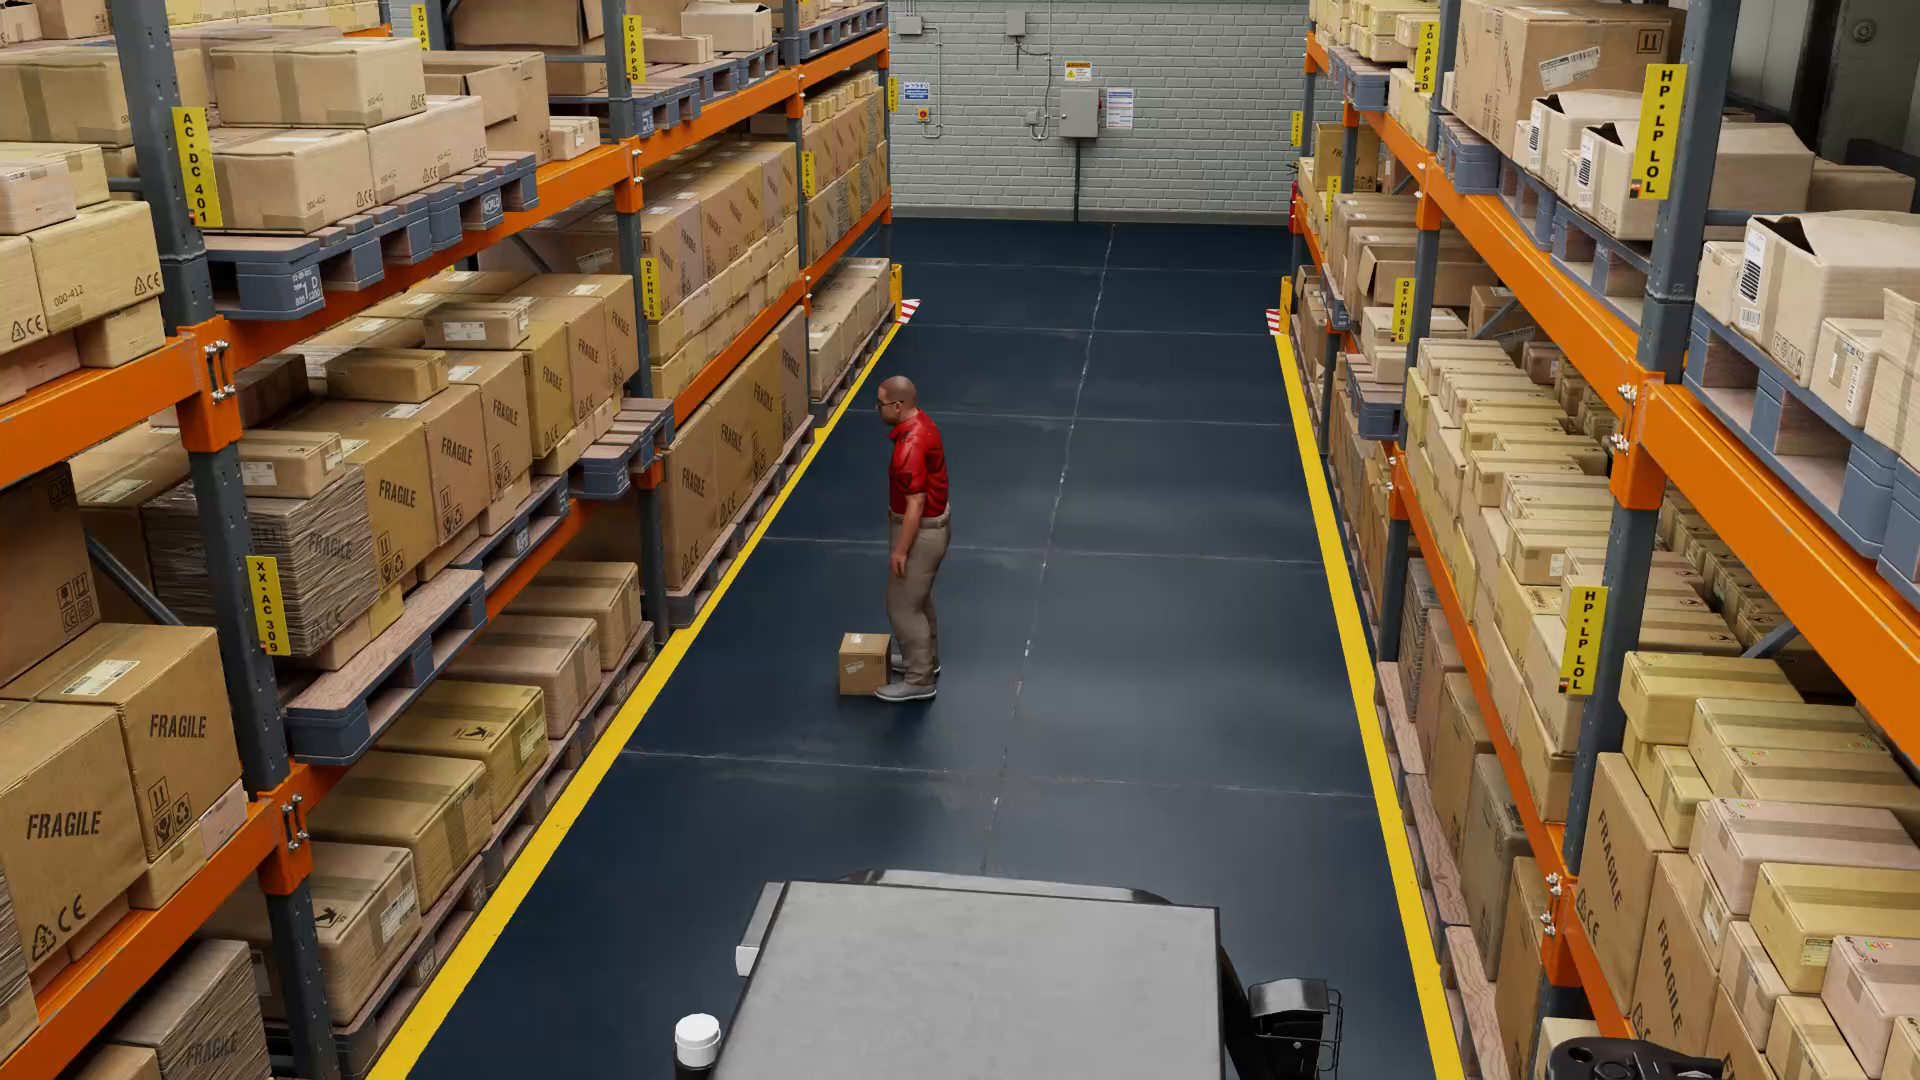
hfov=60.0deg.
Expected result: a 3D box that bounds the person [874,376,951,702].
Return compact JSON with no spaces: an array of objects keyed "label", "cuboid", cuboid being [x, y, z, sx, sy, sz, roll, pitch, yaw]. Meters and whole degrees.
[{"label":"person","cuboid":[-0.252,-0.018,8.650,0.396,1.726,0.585,2,21,6]}]
